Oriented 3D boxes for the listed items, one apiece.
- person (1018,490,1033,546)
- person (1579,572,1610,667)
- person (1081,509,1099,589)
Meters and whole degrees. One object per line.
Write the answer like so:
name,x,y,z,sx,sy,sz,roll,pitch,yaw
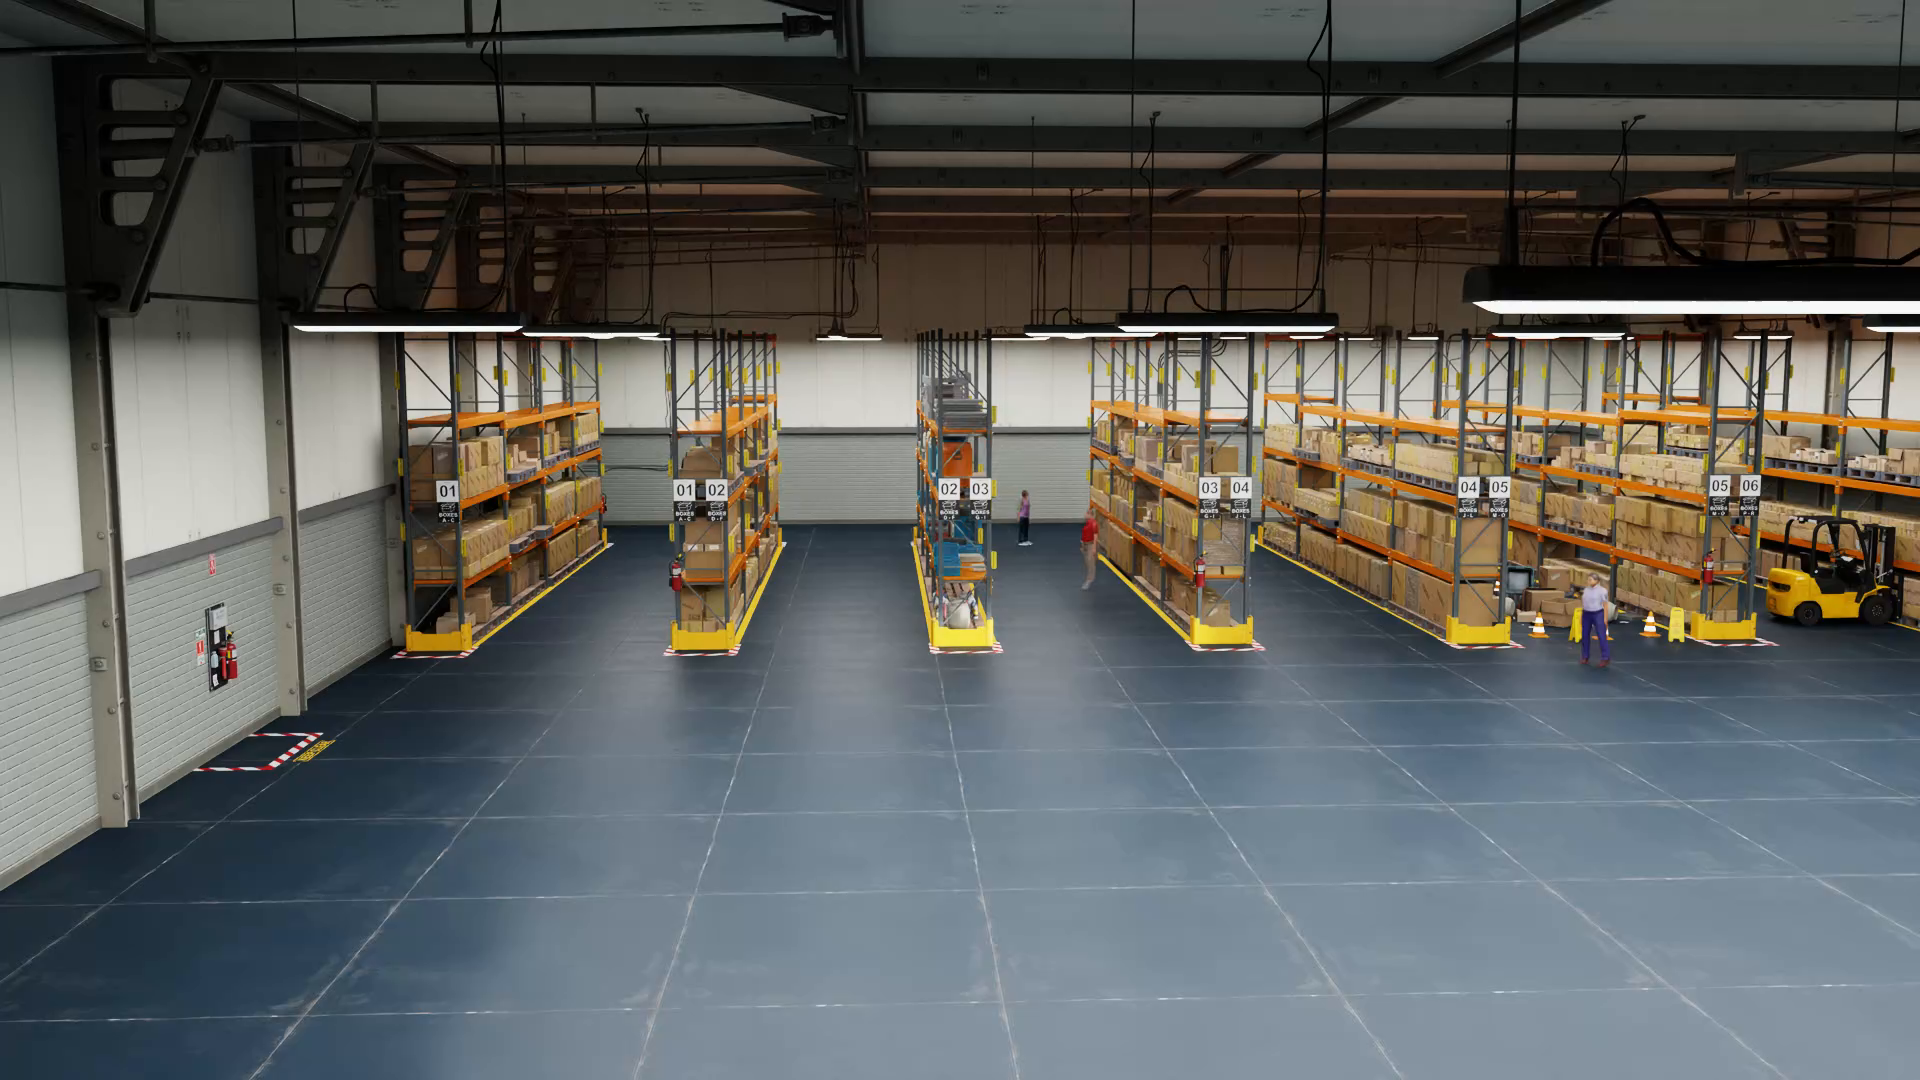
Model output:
person,1.852,-0.639,47.322,0.372,1.593,0.523,6,9,40
person,11.343,1.407,29.717,0.403,1.652,0.579,-6,9,-43
person,2.880,0.194,37.199,0.578,1.750,0.556,-4,8,-31
